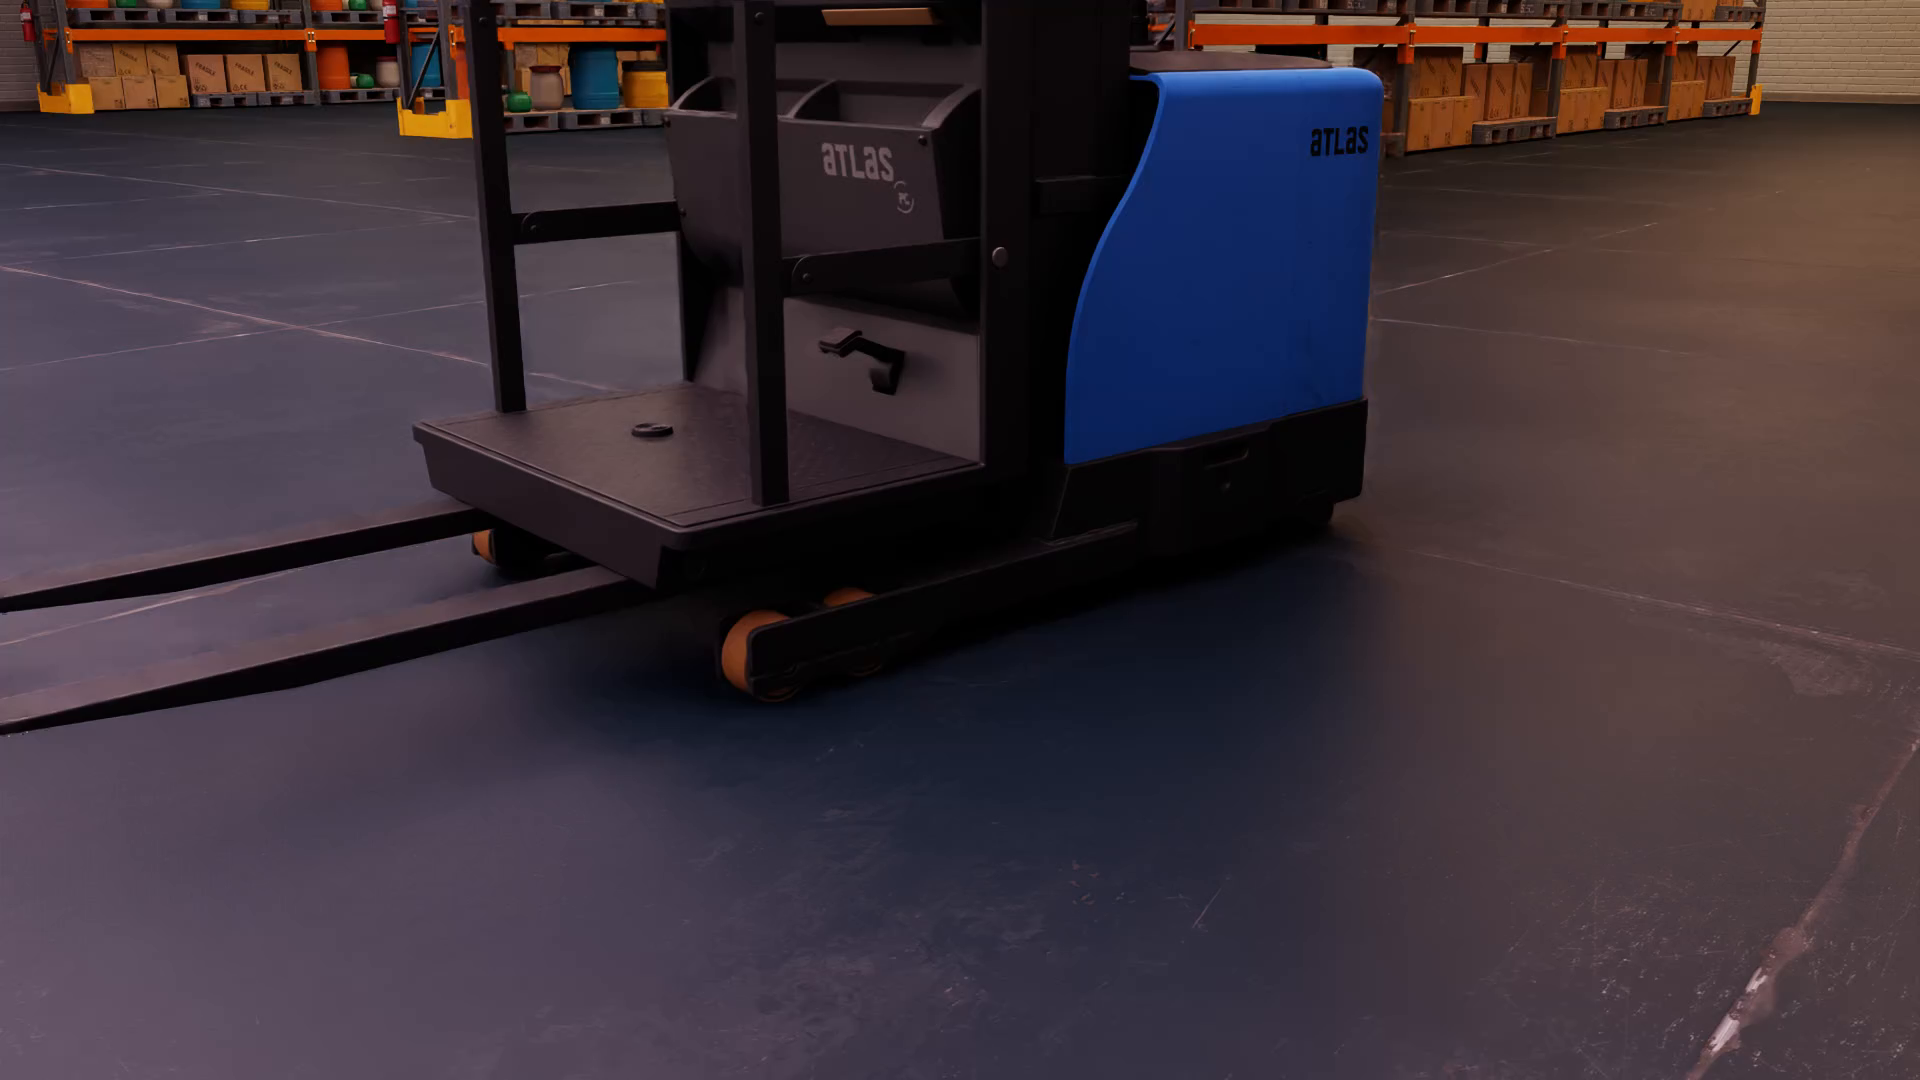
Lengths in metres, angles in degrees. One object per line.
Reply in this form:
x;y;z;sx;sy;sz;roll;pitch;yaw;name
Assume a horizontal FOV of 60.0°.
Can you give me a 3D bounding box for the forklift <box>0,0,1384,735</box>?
-0.457;-1.281;3.117;3.031;2.935;1.130;-14;22;-39;forklift
